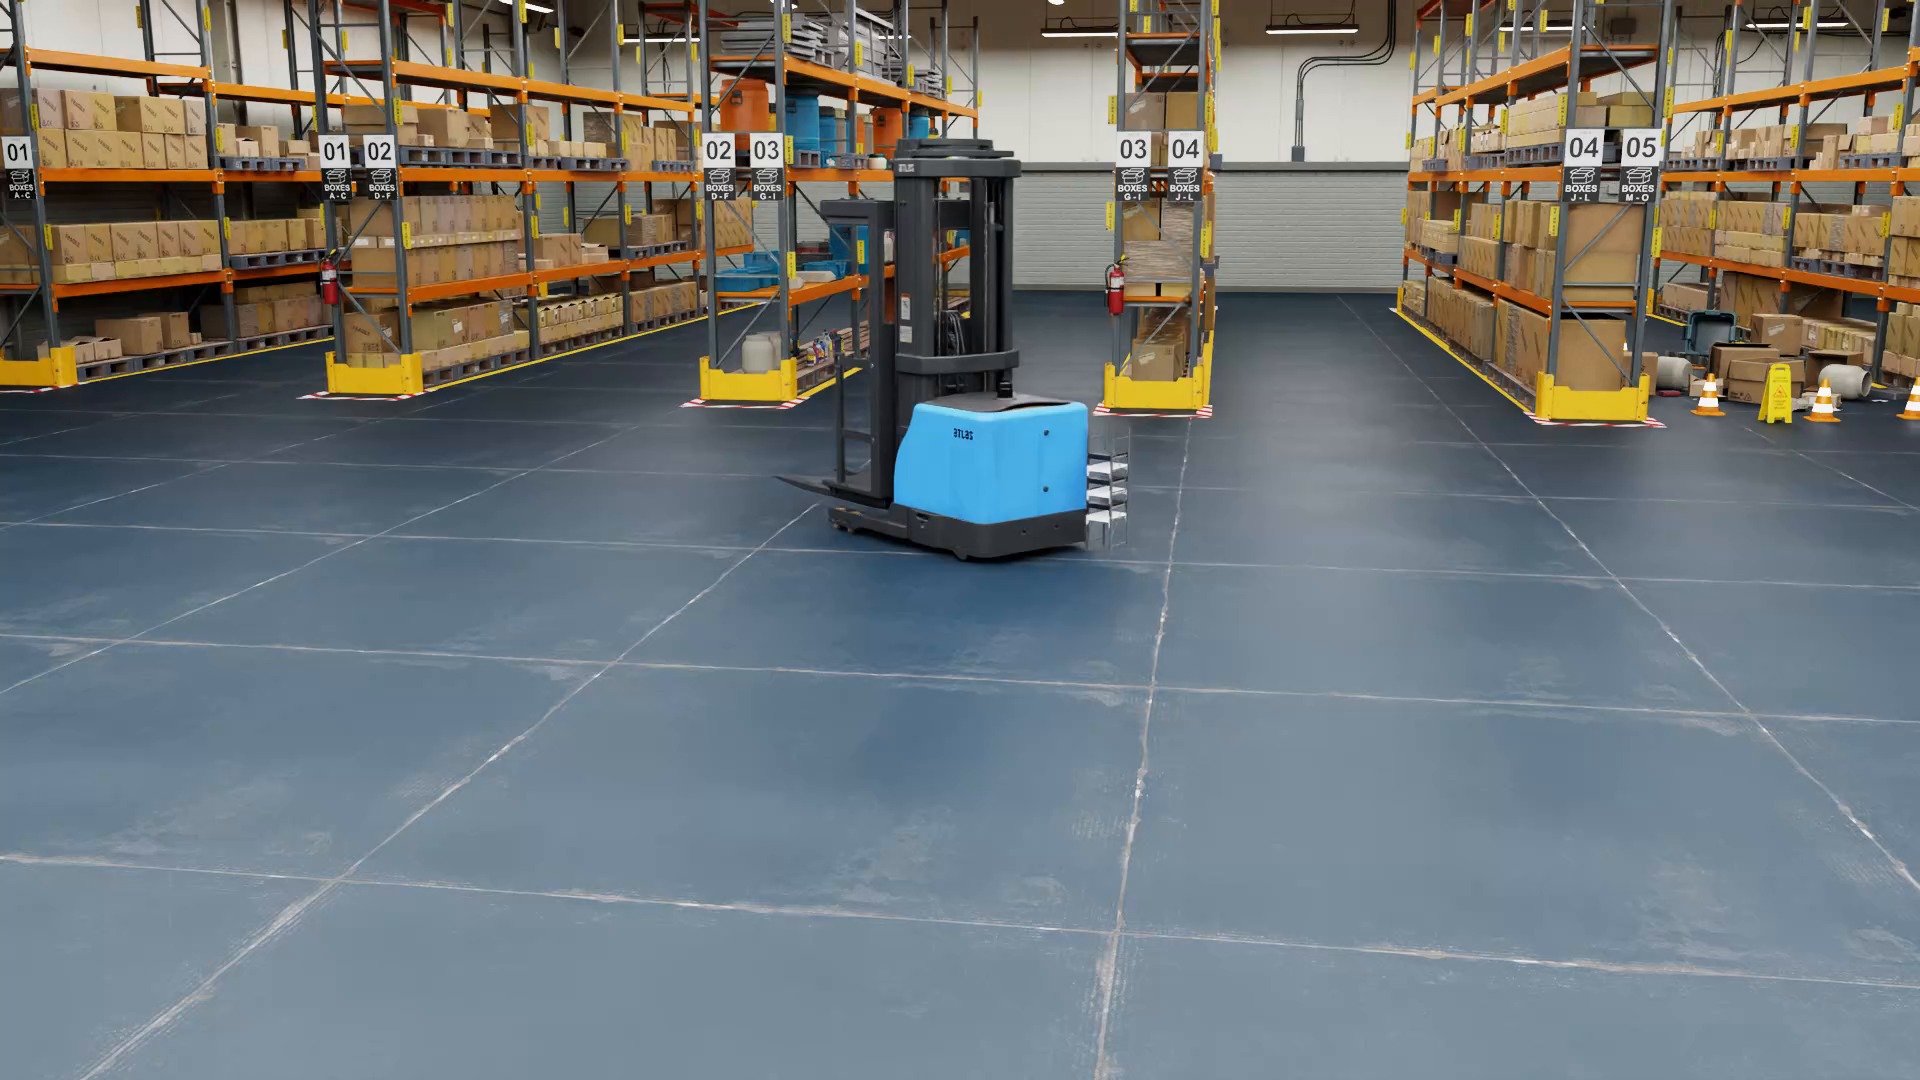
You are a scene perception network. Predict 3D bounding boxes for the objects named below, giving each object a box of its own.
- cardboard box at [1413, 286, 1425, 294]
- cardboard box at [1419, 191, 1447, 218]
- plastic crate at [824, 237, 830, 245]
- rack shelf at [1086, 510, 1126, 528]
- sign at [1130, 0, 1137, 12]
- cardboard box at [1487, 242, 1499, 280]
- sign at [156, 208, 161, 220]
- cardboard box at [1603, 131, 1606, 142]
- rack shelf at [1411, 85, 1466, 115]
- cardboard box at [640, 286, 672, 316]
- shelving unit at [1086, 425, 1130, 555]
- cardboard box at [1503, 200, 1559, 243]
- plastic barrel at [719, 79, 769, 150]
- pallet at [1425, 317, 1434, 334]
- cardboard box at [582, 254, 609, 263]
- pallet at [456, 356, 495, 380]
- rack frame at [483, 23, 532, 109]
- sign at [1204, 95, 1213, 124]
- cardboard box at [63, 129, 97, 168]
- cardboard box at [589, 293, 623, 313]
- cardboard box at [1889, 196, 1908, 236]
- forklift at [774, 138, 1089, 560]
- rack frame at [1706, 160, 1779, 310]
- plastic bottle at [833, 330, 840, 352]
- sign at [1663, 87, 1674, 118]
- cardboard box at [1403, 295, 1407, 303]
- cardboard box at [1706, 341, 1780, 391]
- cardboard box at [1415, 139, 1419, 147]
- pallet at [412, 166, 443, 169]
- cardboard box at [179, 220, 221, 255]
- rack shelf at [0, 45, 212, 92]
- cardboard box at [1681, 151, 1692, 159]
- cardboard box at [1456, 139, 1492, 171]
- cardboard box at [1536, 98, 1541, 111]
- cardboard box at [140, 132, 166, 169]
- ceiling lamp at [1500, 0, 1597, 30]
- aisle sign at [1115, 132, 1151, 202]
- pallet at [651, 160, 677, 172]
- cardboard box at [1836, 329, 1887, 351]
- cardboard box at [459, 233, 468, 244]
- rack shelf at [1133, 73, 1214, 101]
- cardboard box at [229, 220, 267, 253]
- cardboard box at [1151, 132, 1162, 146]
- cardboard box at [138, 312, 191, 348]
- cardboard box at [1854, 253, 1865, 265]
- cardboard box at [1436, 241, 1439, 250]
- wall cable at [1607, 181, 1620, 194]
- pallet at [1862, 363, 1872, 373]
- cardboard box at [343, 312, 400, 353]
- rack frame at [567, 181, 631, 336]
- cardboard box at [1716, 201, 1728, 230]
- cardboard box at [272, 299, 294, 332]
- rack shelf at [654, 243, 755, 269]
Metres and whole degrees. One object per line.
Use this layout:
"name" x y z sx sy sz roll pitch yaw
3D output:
"cardboard box" 8.964 -4.825 32.118 0.380 0.149 0.250 1 12 7
"cardboard box" 9.011 -6.369 31.611 0.500 0.500 0.500 2 12 10
"plastic crate" -1.907 -4.580 26.474 0.402 0.464 0.583 2 12 9
"rack shelf" 1.071 -0.155 12.089 0.200 0.077 0.258 10 15 38
"sign" 2.374 -7.366 22.718 0.100 0.325 0.005 2 12 9
"cardboard box" 7.625 -3.867 23.077 0.500 0.500 0.500 2 12 8
"sign" -12.309 -4.947 25.579 0.100 0.325 0.005 2 12 9
"cardboard box" 7.679 -4.684 19.352 0.380 0.149 0.250 2 12 9
"rack shelf" 9.346 -8.361 31.647 1.077 0.370 4.000 2 12 9
"cardboard box" -5.665 -4.437 30.852 0.500 0.500 0.500 1 12 7
"shelving unit" 1.071 -0.364 12.044 0.210 0.900 0.258 10 15 38
"cardboard box" 7.718 -4.226 22.063 0.875 0.550 0.550 2 12 9
"plastic barrel" -2.637 -5.197 20.351 0.600 0.830 0.708 2 12 9
"pallet" 8.920 -3.840 29.813 1.003 0.211 1.213 2 12 9
"cardboard box" -6.115 -4.718 27.860 0.380 0.149 0.250 2 12 9
"pallet" -7.214 -2.422 23.230 1.003 0.211 1.213 2 12 9
"rack frame" -9.915 -9.794 36.580 1.000 3.000 0.127 2 12 9
"sign" 2.844 -4.925 19.034 0.100 0.325 0.005 2 12 9
"cardboard box" -11.959 -5.228 22.228 0.500 0.500 0.500 3 12 12
"cardboard box" -6.087 -4.055 28.387 0.500 0.311 0.500 2 12 10
"cardboard box" 12.433 -4.160 21.357 0.700 0.500 0.500 2 12 8
"forklift" -0.365 -1.548 12.719 1.130 2.935 3.031 -9 15 -37
"rack frame" 13.945 -5.226 29.624 1.000 3.000 0.127 2 12 9
"plastic bottle" -1.785 -2.819 23.699 0.144 0.351 0.185 2 12 7
"sign" 7.741 -4.781 18.174 0.100 0.325 0.005 2 12 9
"cardboard box" 9.257 -4.911 33.933 0.380 0.149 0.250 2 12 10
"cardboard box" 10.004 -2.217 21.264 0.797 0.637 0.503 2 12 9
"cardboard box" 9.170 -7.813 32.732 0.380 0.149 0.250 2 12 9
"pallet" -10.622 -7.209 32.160 0.805 0.209 1.217 1 12 6
"cardboard box" -11.527 -4.558 25.053 0.500 0.500 0.500 2 12 9
"rack shelf" -12.068 -6.527 23.133 1.077 0.370 4.000 2 12 9
"cardboard box" 14.166 -7.438 32.127 0.380 0.149 0.250 2 12 11
"cardboard box" 8.260 -6.175 26.671 0.500 0.500 0.500 2 12 9
"cardboard box" 7.106 -5.201 19.856 0.380 0.149 0.250 2 12 8
"cardboard box" -11.732 -5.554 23.740 0.500 0.500 0.500 1 12 6
"ceiling lamp" 12.578 -12.482 35.198 2.000 3.185 0.800 2 12 9
"aisle sign" 2.002 -4.317 19.235 0.394 0.787 0.004 2 12 9
"pallet" -5.961 -6.894 30.689 1.213 0.211 1.003 2 12 9
"cardboard box" 12.900 -2.741 23.332 0.950 0.372 0.625 3 12 12
"cardboard box" -6.970 -4.132 22.769 0.380 0.149 0.250 2 12 9
"rack shelf" 3.231 -6.684 24.805 1.077 0.370 4.000 2 12 9
"cardboard box" -11.555 -4.848 26.589 0.700 0.500 0.500 3 13 14
"cardboard box" 2.198 -4.756 19.730 0.380 0.149 0.250 1 12 7
"cardboard box" -11.880 -3.139 24.830 0.500 0.500 0.500 1 12 4
"cardboard box" 12.584 -3.869 22.924 0.380 0.149 0.250 2 12 8
"cardboard box" 8.206 -4.946 27.924 0.380 0.149 0.250 1 12 6
"wall cable" 15.405 -7.746 38.828 0.585 1.953 0.123 2 12 9
"pallet" 12.833 -2.360 22.943 1.003 0.211 1.213 2 12 9
"cardboard box" -7.692 -2.720 21.745 0.500 0.500 0.500 2 12 9
"rack frame" -6.250 -5.037 28.744 1.000 3.000 0.127 2 12 9
"cardboard box" 13.594 -5.682 29.127 0.500 0.500 0.500 2 12 9
"cardboard box" -11.515 -3.725 27.545 0.700 0.500 0.500 2 12 9
"rack shelf" -5.327 -5.934 34.615 1.077 0.370 4.000 2 12 9
